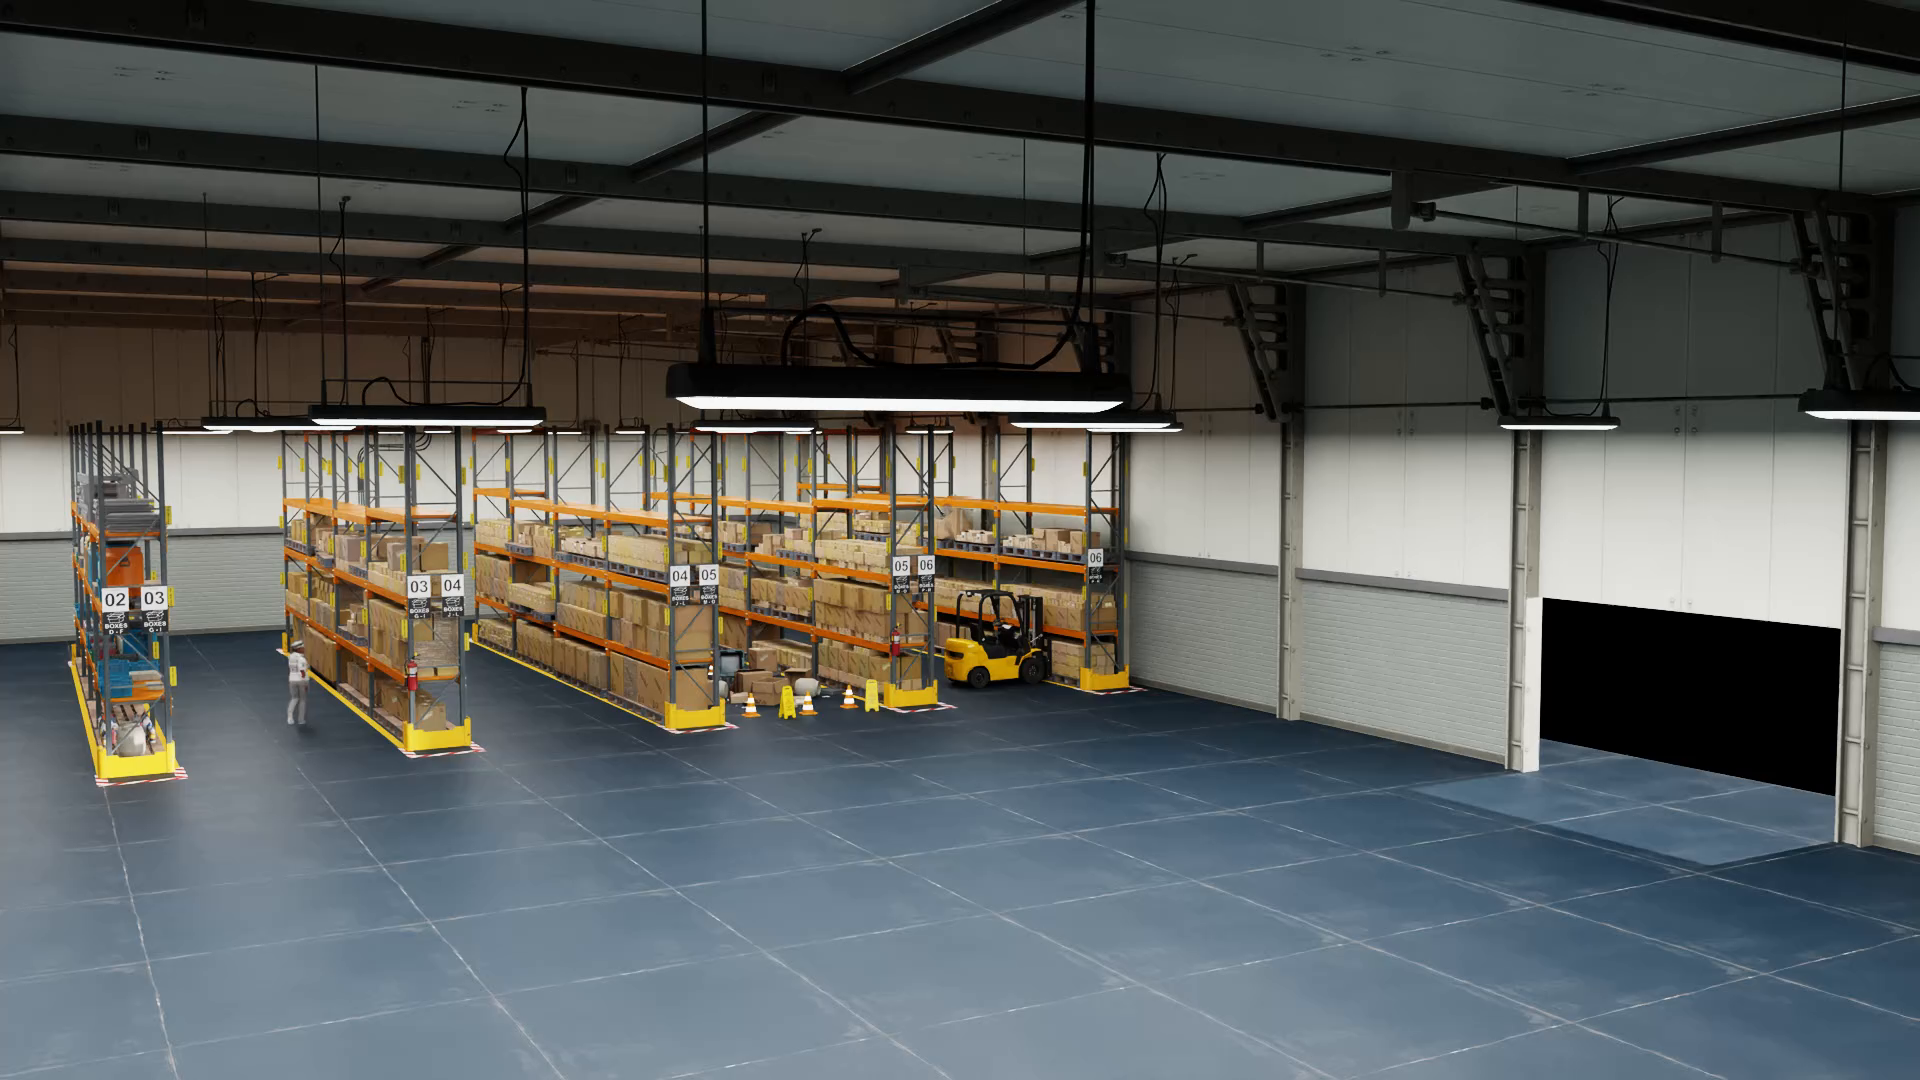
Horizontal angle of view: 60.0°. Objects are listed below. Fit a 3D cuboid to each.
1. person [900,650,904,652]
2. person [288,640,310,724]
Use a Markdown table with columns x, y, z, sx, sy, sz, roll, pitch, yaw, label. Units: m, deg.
| x | y | z | sx | sy | sz | roll | pitch | yaw | label |
| --- | --- | --- | --- | --- | --- | --- | --- | --- | --- |
| -1.621 | 2.079 | 41.888 | 0.512 | 1.563 | 0.479 | 1 | 4 | 15 | person |
| -13.131 | 2.830 | 32.993 | 0.433 | 1.681 | 0.526 | 0 | 4 | 5 | person |
